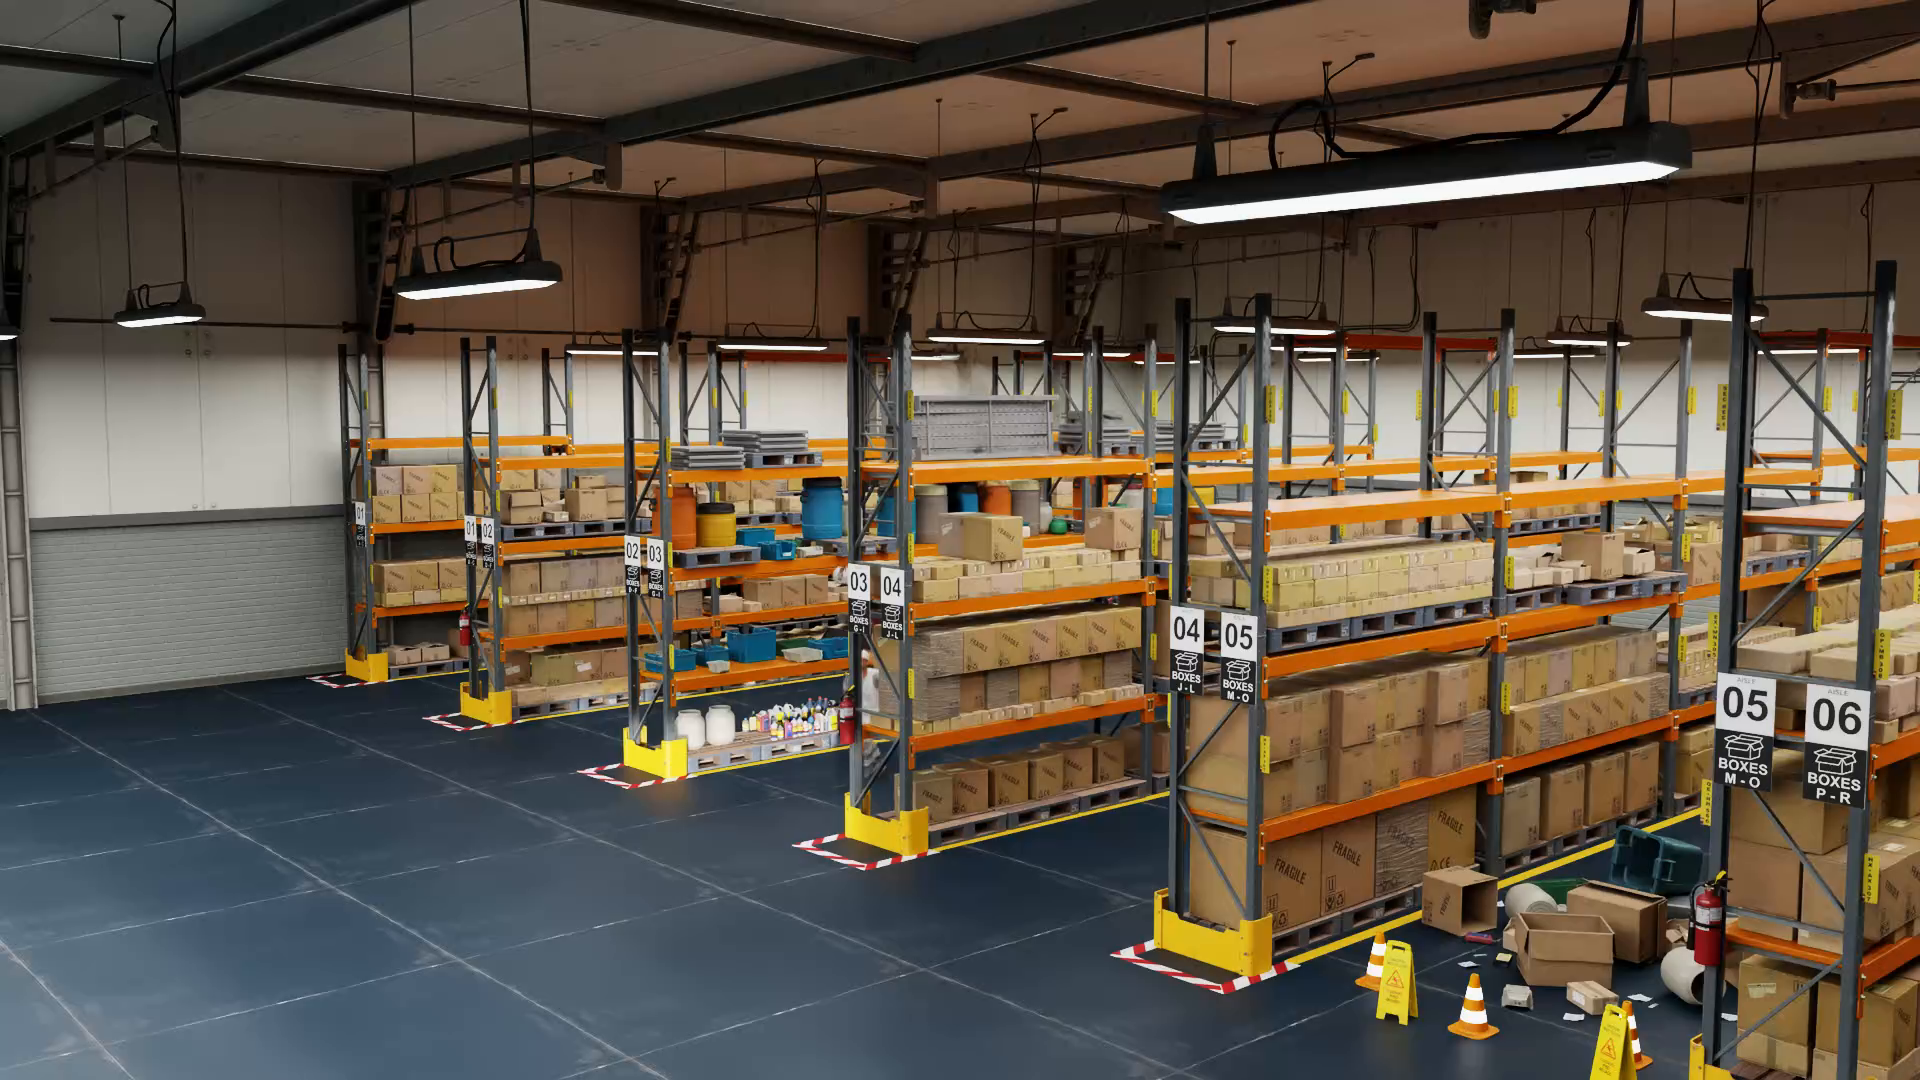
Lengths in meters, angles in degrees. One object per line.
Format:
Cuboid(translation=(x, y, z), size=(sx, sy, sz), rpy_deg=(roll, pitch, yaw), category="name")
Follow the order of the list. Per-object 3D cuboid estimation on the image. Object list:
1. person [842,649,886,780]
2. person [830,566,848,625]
Cuboid(translation=(-1.228, 2.301, 21.976), size=(0.694, 1.740, 0.803), rpy_deg=(3, 6, 26), category="person")
Cuboid(translation=(-2.334, 1.204, 34.365), size=(0.681, 1.801, 0.896), rpy_deg=(5, 7, 43), category="person")
